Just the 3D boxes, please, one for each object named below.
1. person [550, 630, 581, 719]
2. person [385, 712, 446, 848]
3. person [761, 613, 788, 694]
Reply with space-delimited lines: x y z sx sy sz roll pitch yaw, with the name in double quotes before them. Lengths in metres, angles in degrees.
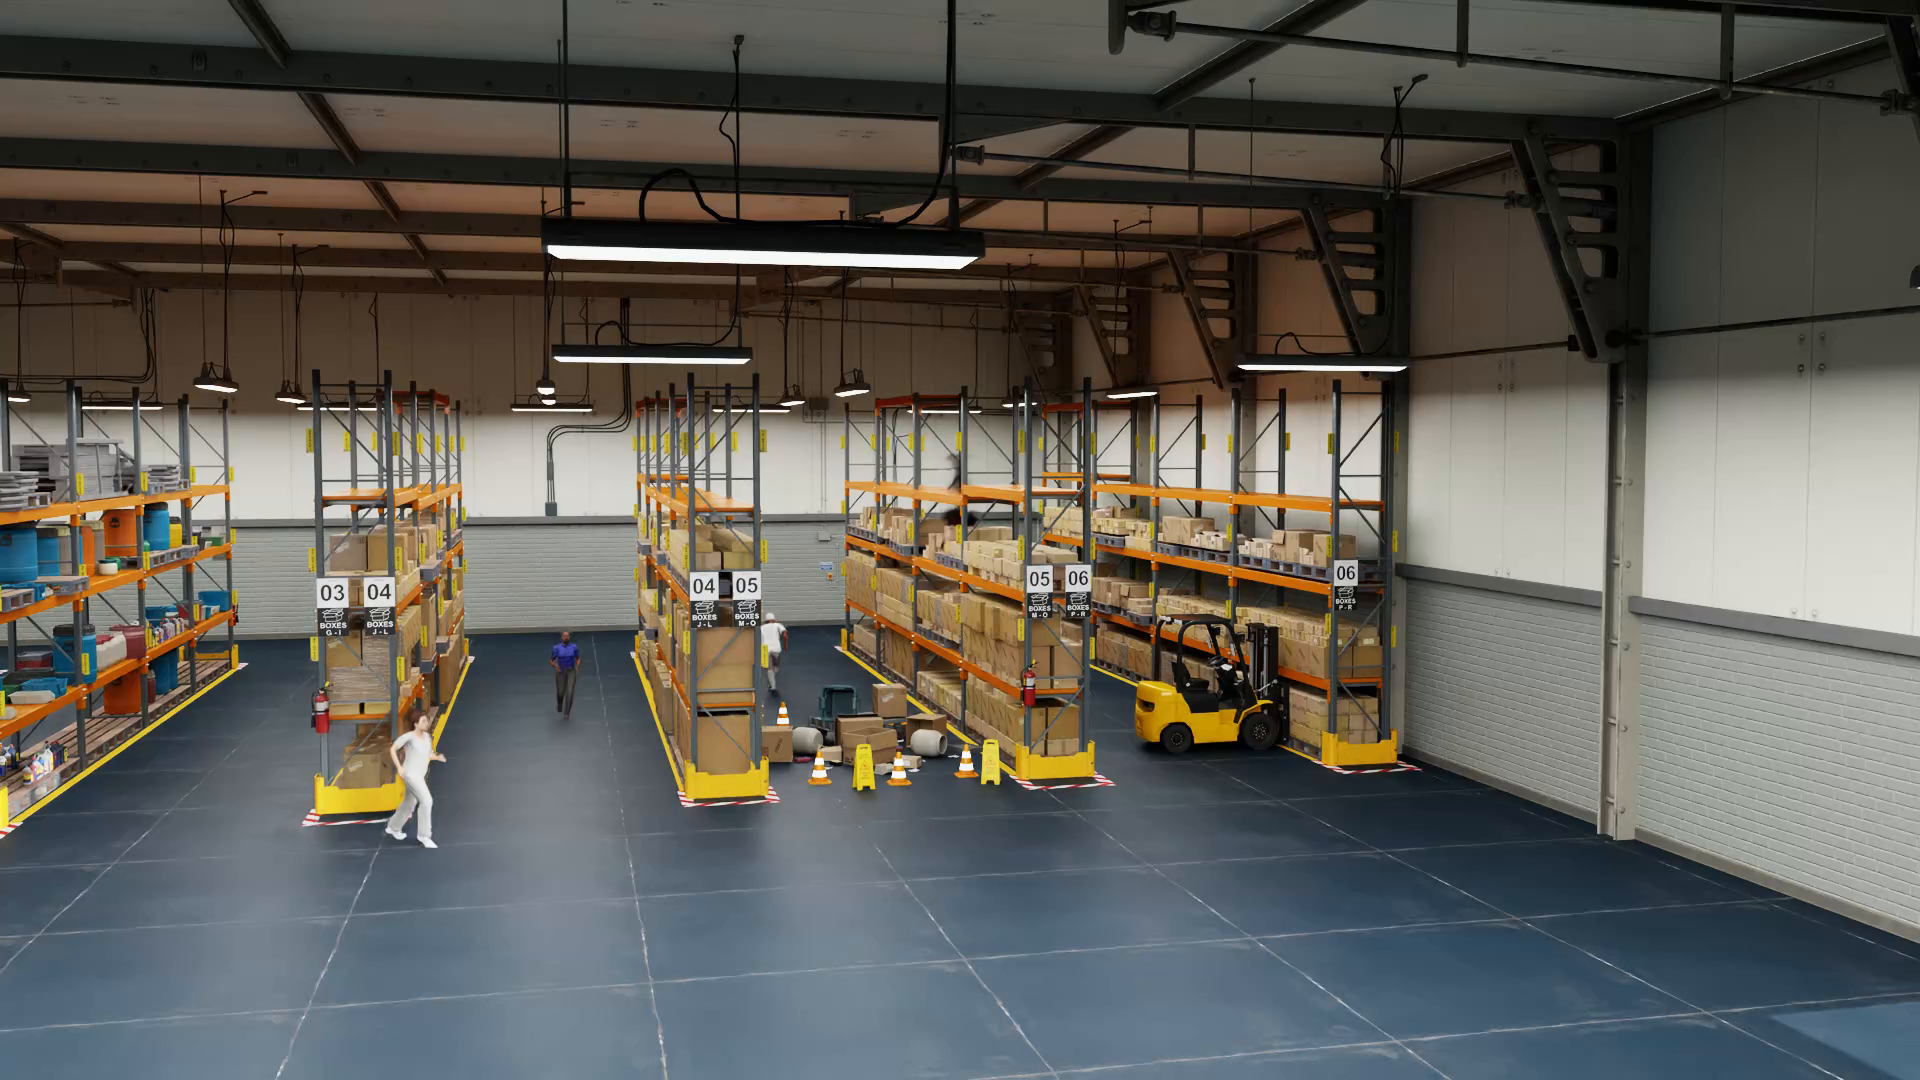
"person" -7.182 2.447 30.322 0.562 1.609 0.589 -1 4 -21
"person" -6.823 2.988 20.755 0.865 1.715 0.498 1 3 13
"person" -3.805 2.301 33.347 0.709 1.591 1.132 0 3 -6
